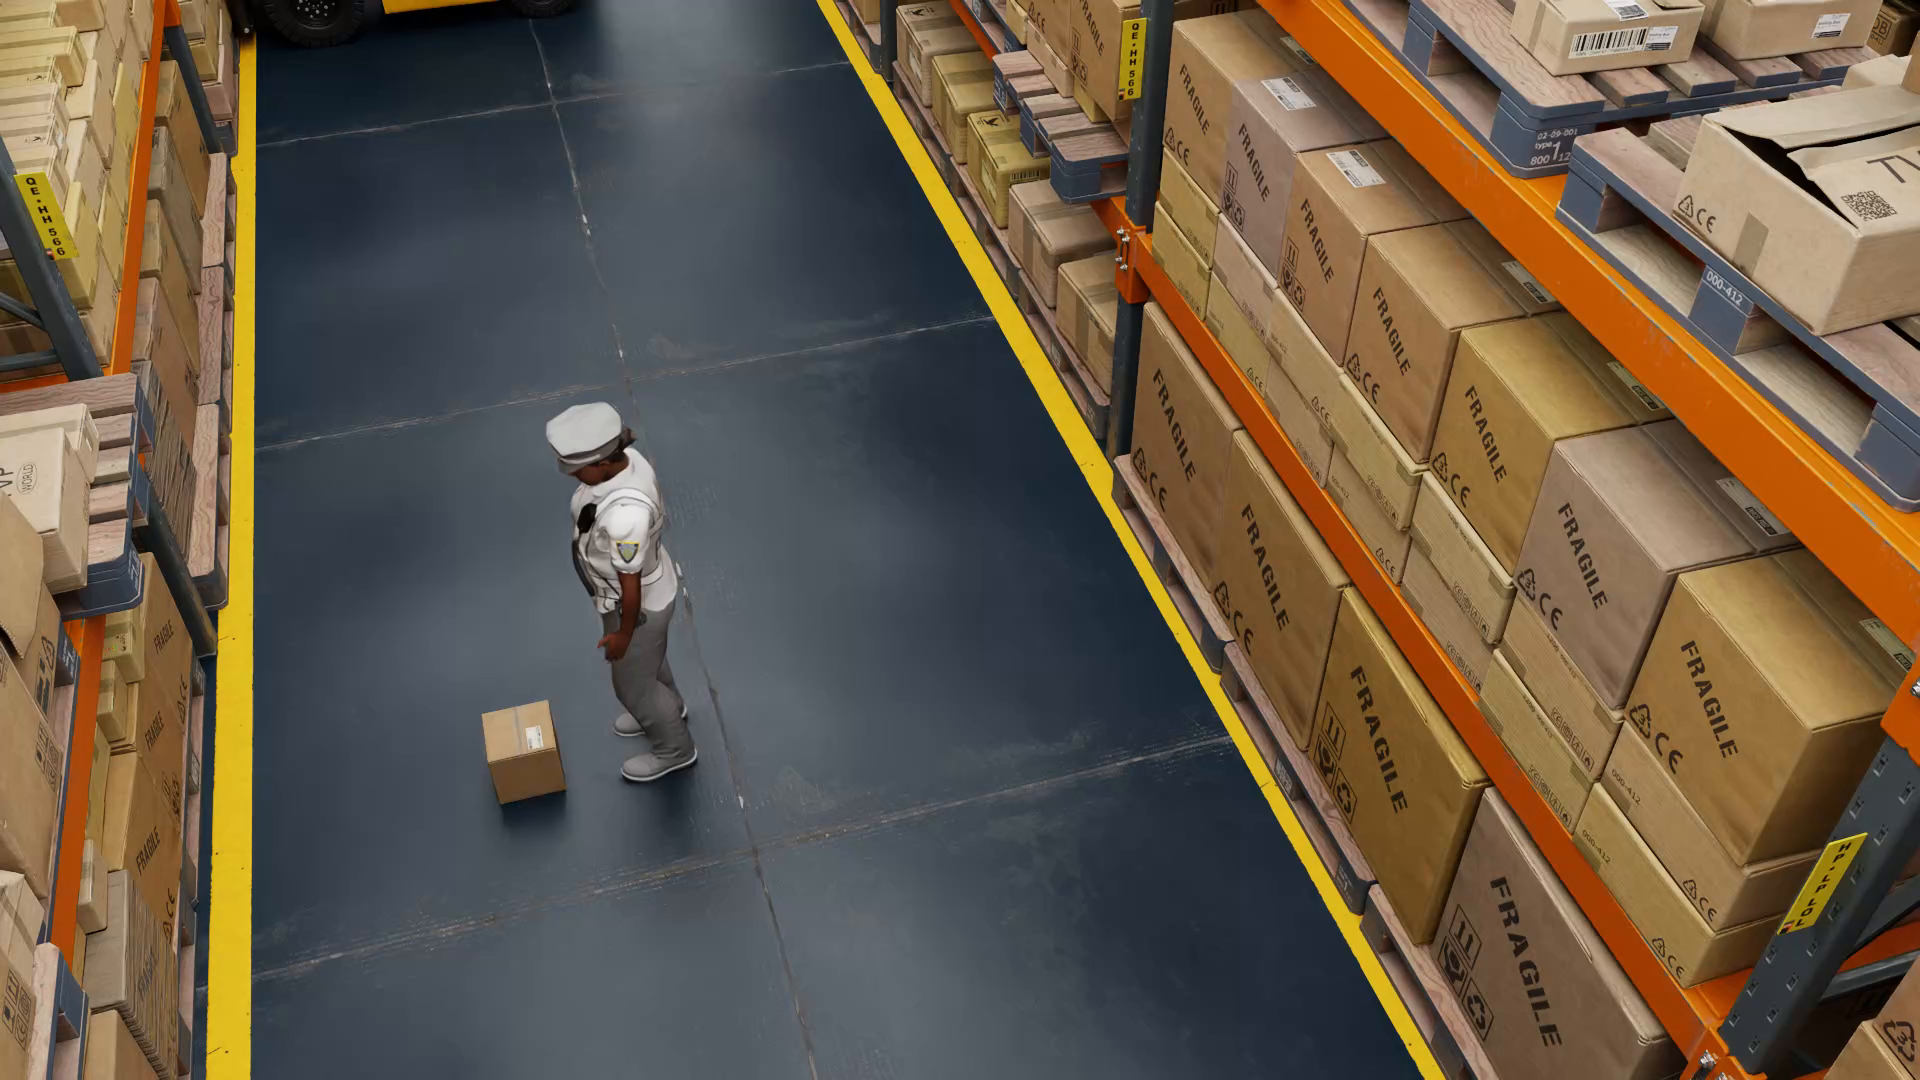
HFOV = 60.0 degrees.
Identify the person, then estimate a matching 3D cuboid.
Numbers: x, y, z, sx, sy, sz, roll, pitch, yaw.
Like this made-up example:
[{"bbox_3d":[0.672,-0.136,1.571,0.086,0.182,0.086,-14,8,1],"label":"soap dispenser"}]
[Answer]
[{"bbox_3d":[-1.176,0.212,5.946,0.337,1.656,0.441,-11,44,-12],"label":"person"}]
